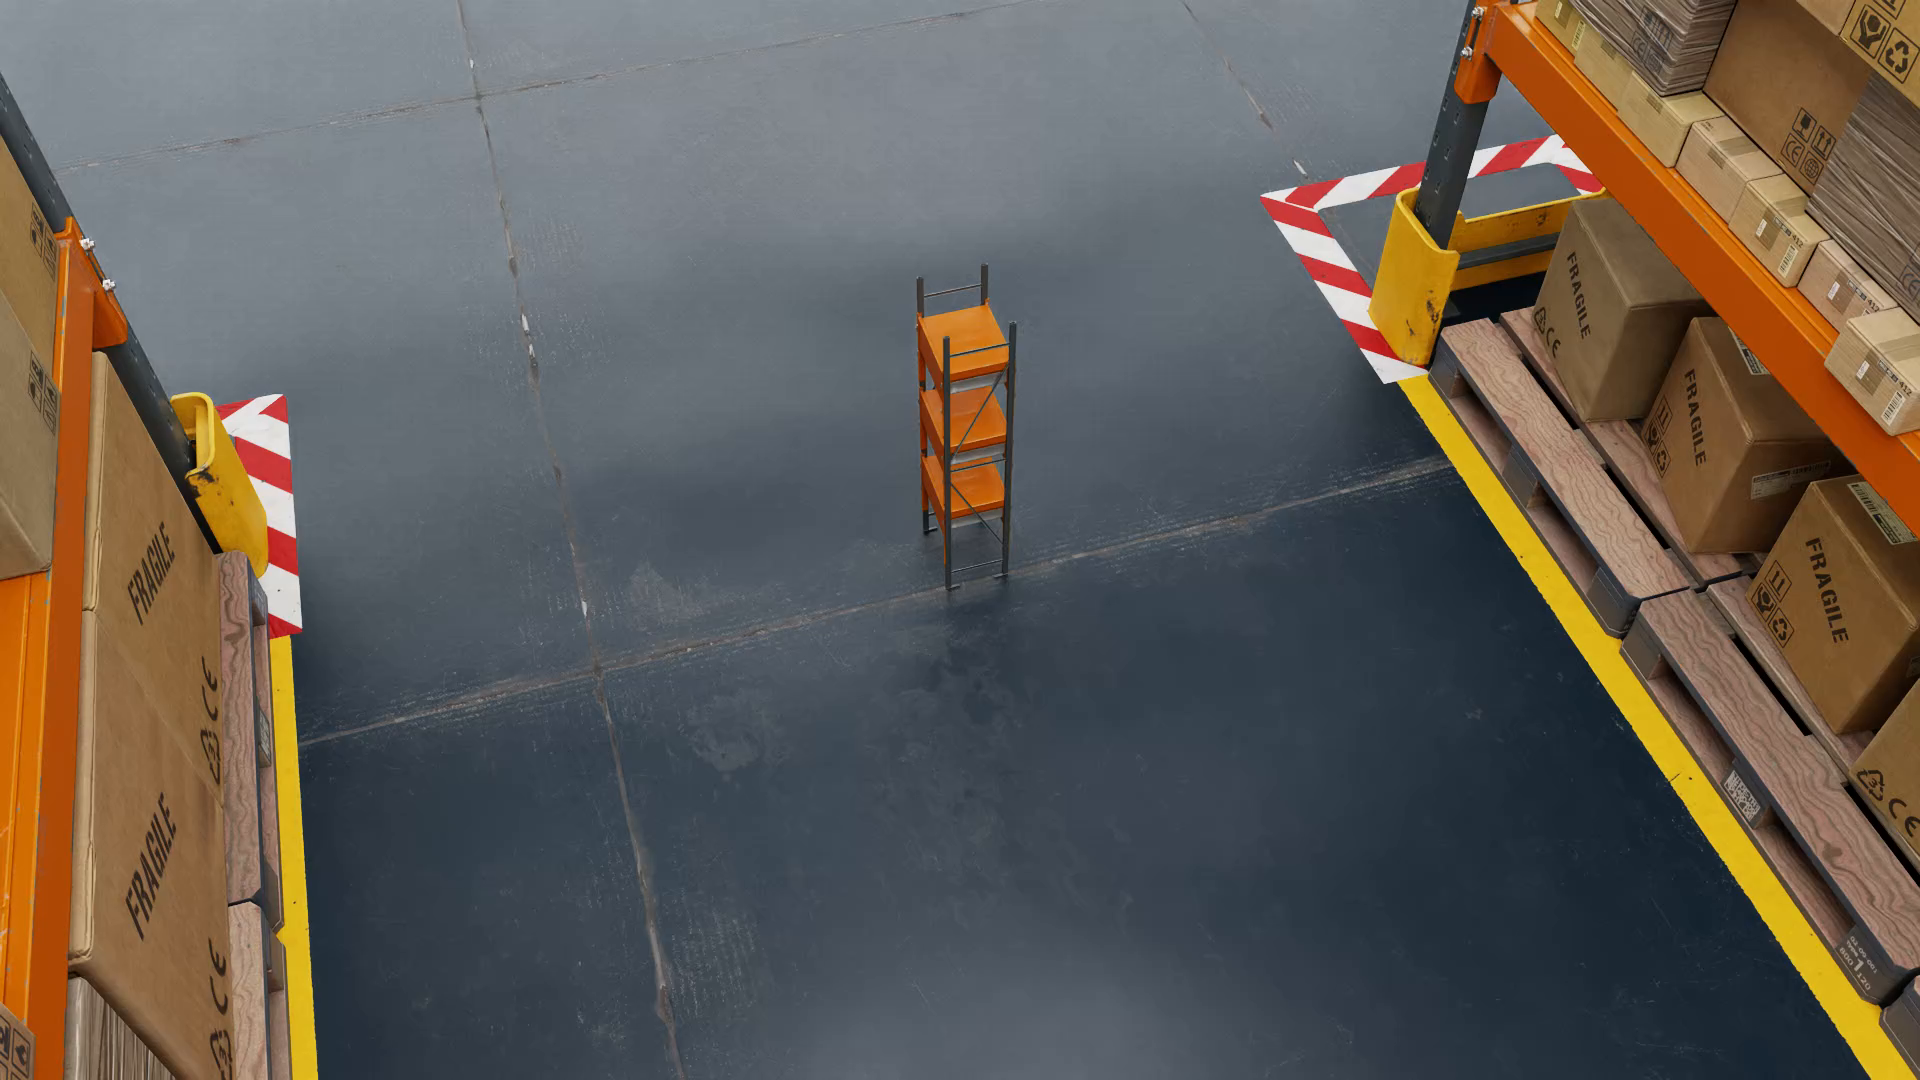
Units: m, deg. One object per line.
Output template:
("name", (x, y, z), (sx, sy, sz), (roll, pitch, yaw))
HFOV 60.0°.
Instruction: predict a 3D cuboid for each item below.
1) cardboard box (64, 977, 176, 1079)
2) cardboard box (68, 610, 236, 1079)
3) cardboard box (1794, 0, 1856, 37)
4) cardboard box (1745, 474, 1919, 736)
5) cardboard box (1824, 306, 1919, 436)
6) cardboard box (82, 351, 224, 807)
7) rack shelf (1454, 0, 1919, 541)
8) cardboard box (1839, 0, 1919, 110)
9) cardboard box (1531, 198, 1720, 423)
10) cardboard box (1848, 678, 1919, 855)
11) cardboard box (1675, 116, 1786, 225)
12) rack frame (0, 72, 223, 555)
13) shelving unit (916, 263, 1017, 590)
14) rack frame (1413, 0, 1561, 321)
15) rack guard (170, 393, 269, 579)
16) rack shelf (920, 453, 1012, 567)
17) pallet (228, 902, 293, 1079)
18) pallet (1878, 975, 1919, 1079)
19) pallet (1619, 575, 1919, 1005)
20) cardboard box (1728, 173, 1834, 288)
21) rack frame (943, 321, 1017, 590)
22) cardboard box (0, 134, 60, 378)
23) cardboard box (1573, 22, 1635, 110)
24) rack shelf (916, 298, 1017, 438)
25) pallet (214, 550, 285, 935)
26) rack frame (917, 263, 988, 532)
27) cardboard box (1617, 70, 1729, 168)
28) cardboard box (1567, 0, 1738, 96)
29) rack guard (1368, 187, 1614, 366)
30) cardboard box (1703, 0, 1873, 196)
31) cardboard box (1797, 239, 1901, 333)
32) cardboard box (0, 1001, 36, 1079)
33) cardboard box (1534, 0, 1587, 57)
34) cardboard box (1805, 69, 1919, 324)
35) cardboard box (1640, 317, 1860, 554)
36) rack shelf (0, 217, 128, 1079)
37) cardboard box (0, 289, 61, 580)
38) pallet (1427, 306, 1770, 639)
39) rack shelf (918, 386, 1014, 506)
("cardboard box", (-1.947, 1.515, 3.126), (0.875, 0.875, 0.875), (-13, 51, -11))
("cardboard box", (-2.215, 0.849, 3.687), (0.875, 0.875, 0.875), (-14, 51, -12))
("cardboard box", (2.071, -1.491, 3.631), (0.500, 0.500, 0.500), (-13, 51, -11))
("cardboard box", (2.572, 0.150, 4.522), (0.500, 0.500, 0.500), (-9, 50, -8))
("cardboard box", (2.235, -0.410, 3.798), (0.380, 0.149, 0.250), (-13, 51, -11))
("cardboard box", (-2.477, 0.207, 4.229), (0.875, 0.875, 0.875), (-13, 51, -11))
("rack shelf", (2.619, -0.178, 3.909), (1.077, 0.370, 4.000), (-13, 51, -11))
("cardboard box", (2.220, -1.126, 3.323), (0.500, 0.500, 0.500), (-13, 51, -11))
("cardboard box", (2.196, -0.740, 5.272), (0.500, 0.500, 0.500), (-5, 50, -4))
("cardboard box", (2.695, 0.568, 4.170), (0.500, 0.500, 0.500), (-17, 52, -14))
("cardboard box", (2.093, -0.977, 4.276), (0.380, 0.149, 0.250), (-13, 51, -11))
("rack frame", (-2.741, -0.823, 3.982), (1.000, 3.000, 0.127), (-13, 51, -11))
("shelving unit", (0.016, -0.299, 4.816), (0.215, 1.050, 0.252), (-13, 51, -11))
("rack frame", (2.027, -1.870, 4.865), (1.000, 3.000, 0.127), (-13, 51, -11))
("rack guard", (-2.748, -0.035, 4.952), (1.175, 0.500, 0.348), (-13, 51, -11))
("rack shelf", (0.016, -0.113, 5.036), (0.215, 0.259, 0.240), (-13, 51, -11))
("pallet", (-2.073, 1.532, 3.821), (1.003, 0.211, 1.213), (-13, 51, -11))
("pallet", (2.978, 1.467, 3.875), (1.003, 0.211, 1.213), (-13, 51, -11))
("pallet", (2.613, 0.575, 4.627), (1.003, 0.211, 1.213), (-13, 51, -11))
("cardboard box", (2.160, -0.792, 4.120), (0.380, 0.149, 0.250), (-13, 51, -11))
("rack frame", (0.052, -0.210, 4.741), (0.200, 1.050, 0.008), (-13, 51, -11))
("cardboard box", (-2.588, -0.610, 3.705), (0.875, 0.550, 0.550), (-13, 51, -11))
("cardboard box", (1.939, -1.340, 4.582), (0.380, 0.149, 0.250), (-13, 51, -11))
("rack shelf", (0.016, -0.475, 4.607), (0.215, 0.259, 0.240), (-13, 51, -11))
("pallet", (-2.430, 0.642, 4.571), (1.003, 0.211, 1.213), (-13, 51, -11))
("rack frame", (-0.020, -0.388, 4.891), (0.200, 1.050, 0.008), (-13, 51, -11))
("cardboard box", (1.999, -1.154, 4.426), (0.380, 0.149, 0.250), (-13, 51, -11))
("cardboard box", (2.163, -1.591, 4.369), (0.875, 0.500, 0.500), (-13, 51, -11))
("rack guard", (2.050, -1.009, 5.774), (1.175, 0.500, 0.348), (-13, 51, -11))
("cardboard box", (2.426, -1.253, 4.084), (0.875, 0.500, 0.500), (-13, 51, -11))
("cardboard box", (2.260, -0.616, 3.972), (0.380, 0.149, 0.250), (-13, 51, -11))
("cardboard box", (-1.910, 0.966, 2.376), (0.875, 0.550, 0.550), (-13, 51, -11))
("cardboard box", (1.884, -1.527, 4.740), (0.380, 0.149, 0.250), (-13, 51, -11))
("cardboard box", (2.533, -0.878, 3.768), (0.875, 0.500, 0.500), (-13, 51, -11))
("cardboard box", (2.405, -0.311, 4.911), (0.500, 0.500, 0.500), (-2, 50, -1))
("rack shelf", (-2.150, 0.870, 3.025), (1.077, 0.370, 4.000), (-13, 51, -11))
("cardboard box", (-2.404, -0.214, 3.370), (0.875, 0.550, 0.550), (-13, 51, -11))
("pallet", (2.256, -0.315, 5.377), (1.003, 0.211, 1.213), (-13, 51, -11))
("rack shelf", (0.016, -0.292, 4.824), (0.215, 0.259, 0.240), (-13, 51, -11))
